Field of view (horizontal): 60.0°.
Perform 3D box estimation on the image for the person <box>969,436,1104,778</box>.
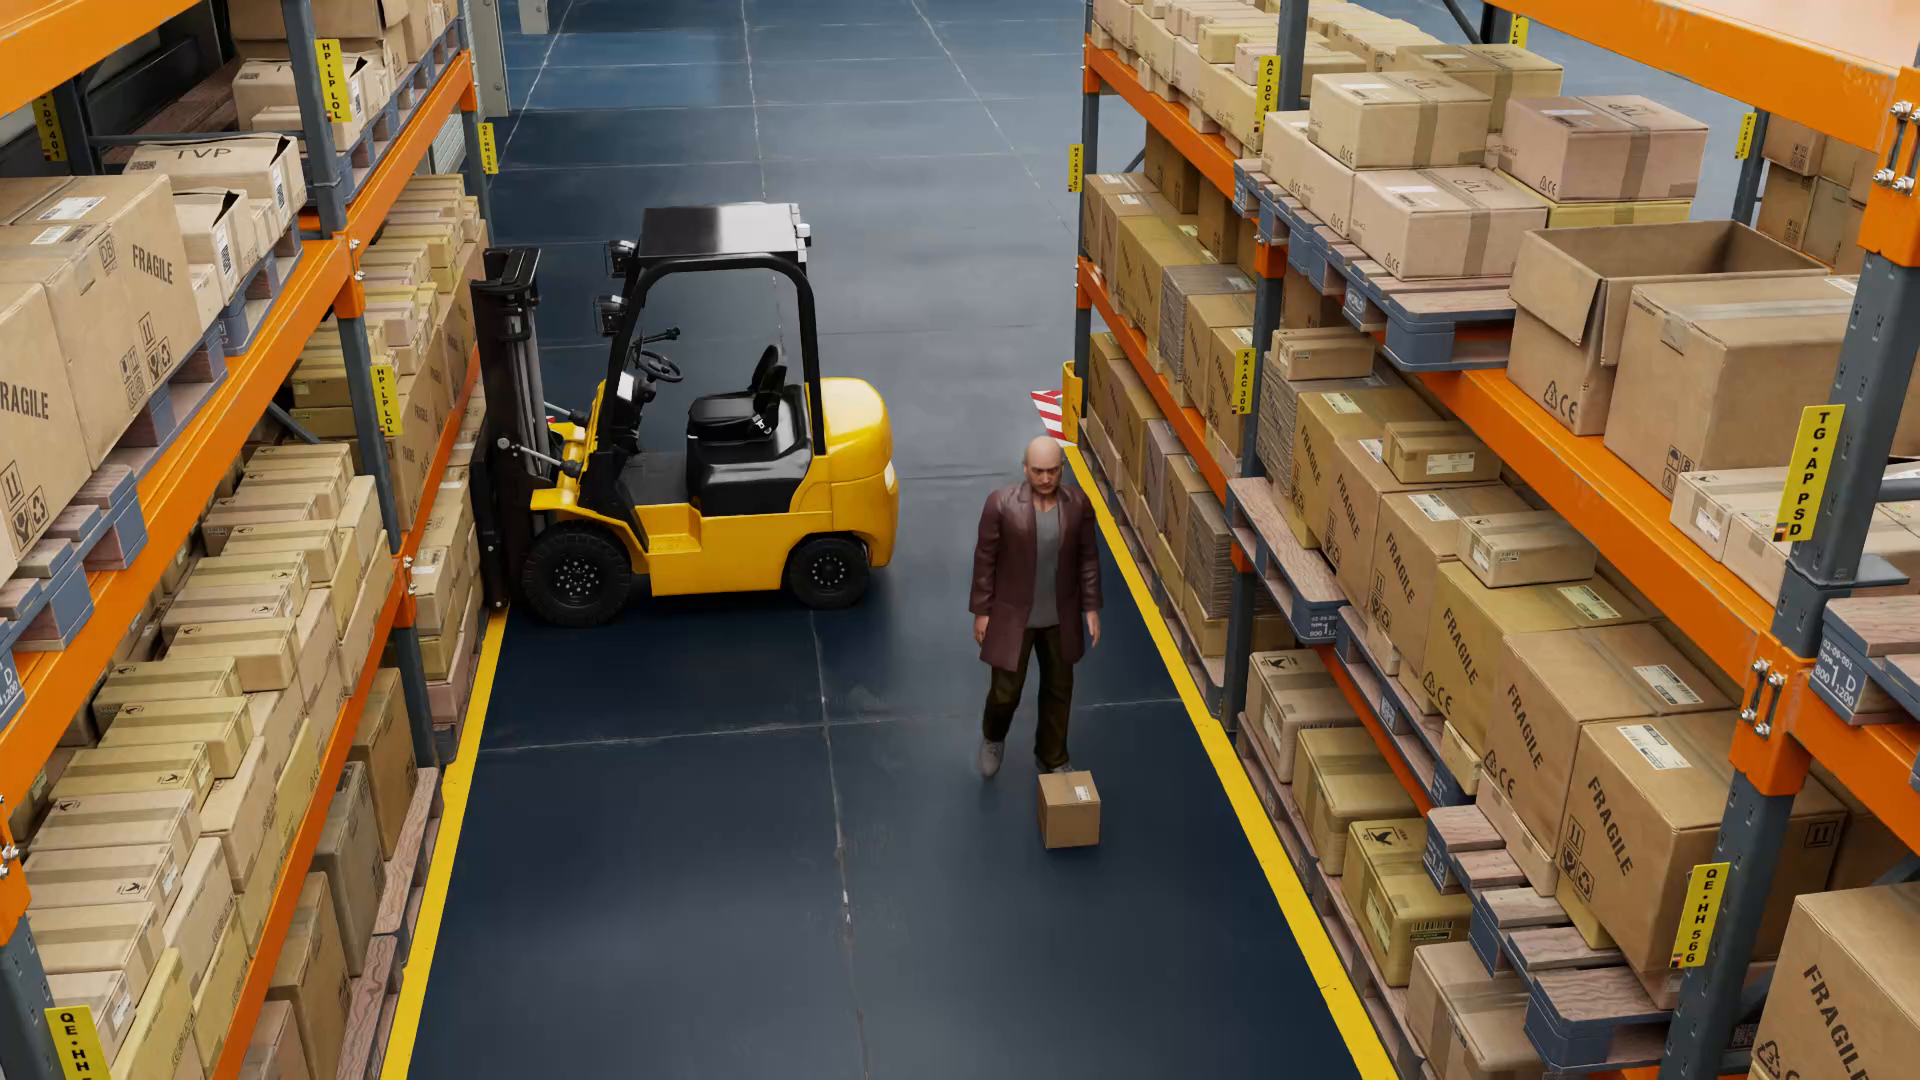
[{"bbox_3d":[0.363,0.357,7.878,0.640,1.798,0.571,-8,28,-15],"label":"person"}]
